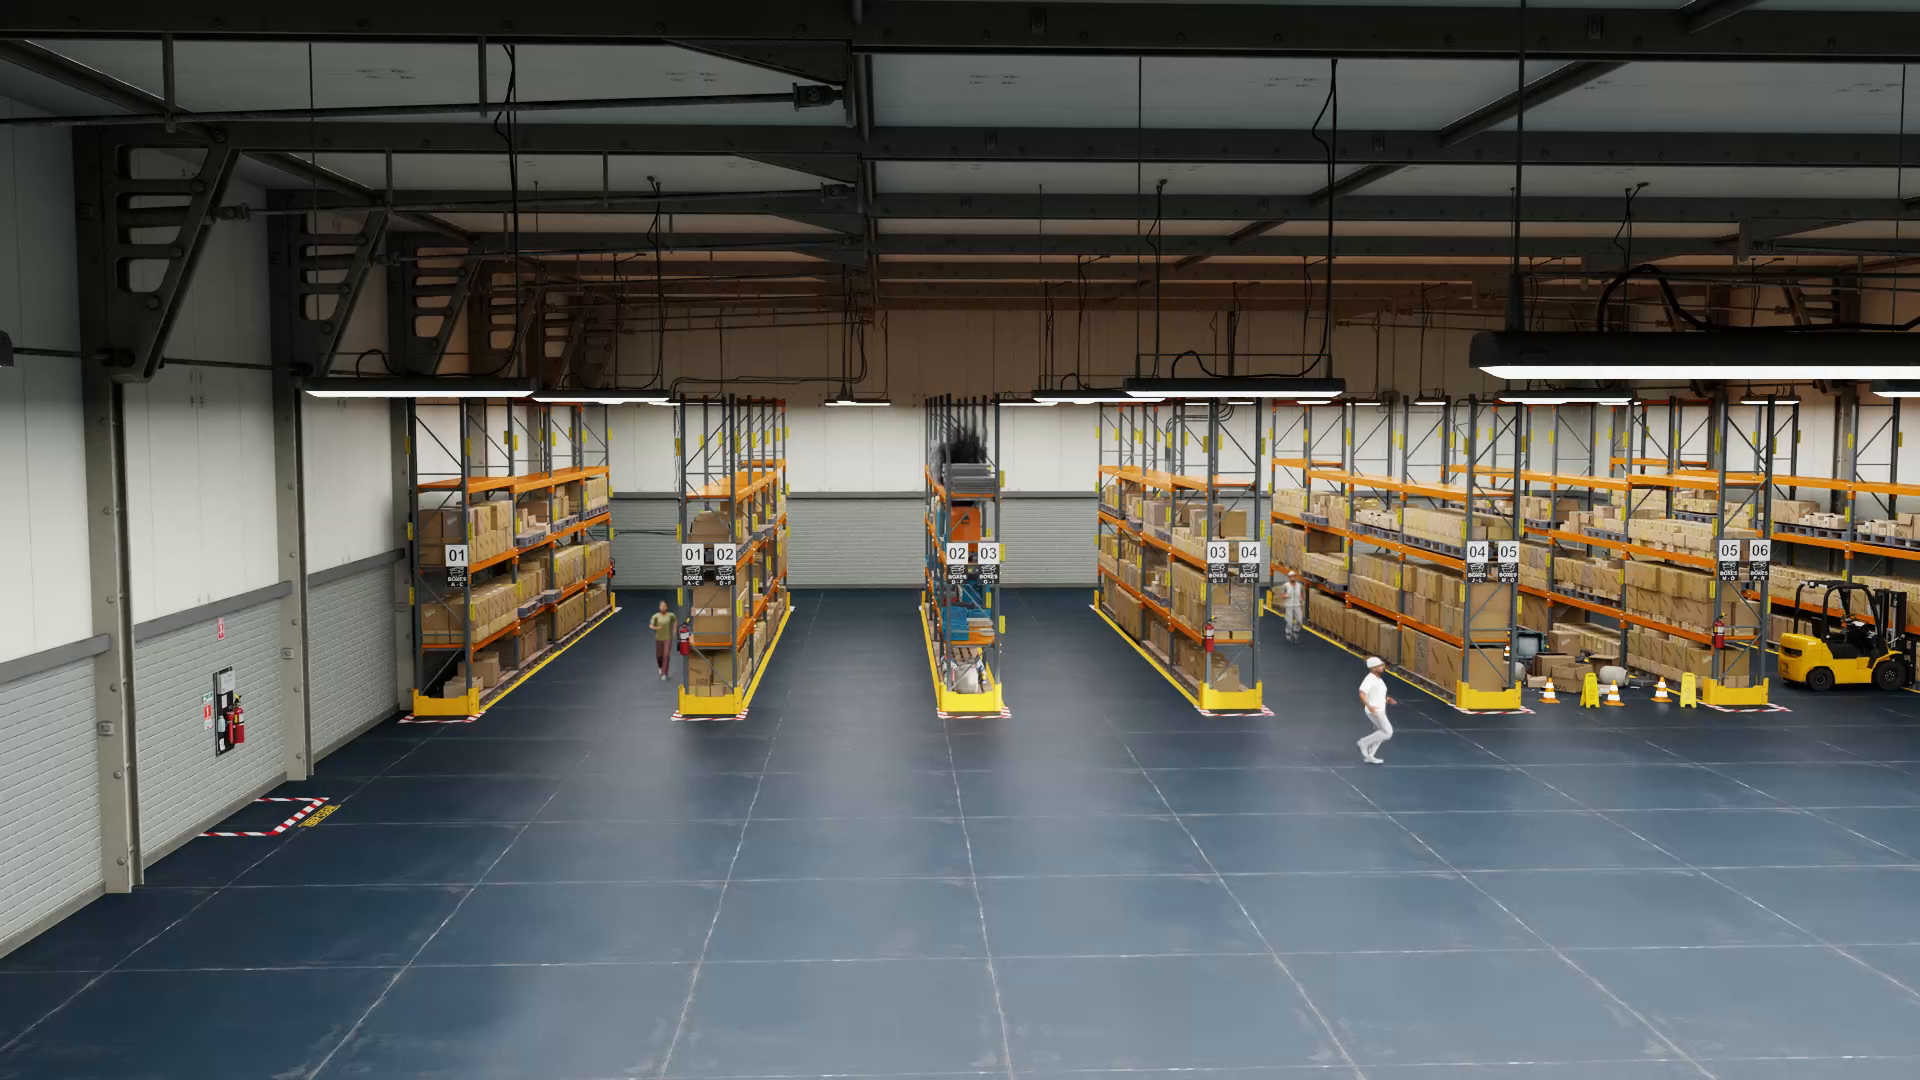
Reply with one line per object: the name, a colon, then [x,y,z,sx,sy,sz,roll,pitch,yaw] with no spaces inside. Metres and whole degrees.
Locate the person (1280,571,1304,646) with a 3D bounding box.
person: [8.072,1.655,40.272,0.635,1.809,0.680,0,5,-2]

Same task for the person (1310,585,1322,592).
person: [10.419,1.011,48.823,0.683,1.720,0.694,-4,6,-40]

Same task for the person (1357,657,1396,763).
person: [6.721,2.745,26.793,0.576,1.720,0.698,2,5,21]

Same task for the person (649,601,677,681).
person: [-6.265,2.099,35.131,0.577,1.650,0.922,-1,5,-10]
